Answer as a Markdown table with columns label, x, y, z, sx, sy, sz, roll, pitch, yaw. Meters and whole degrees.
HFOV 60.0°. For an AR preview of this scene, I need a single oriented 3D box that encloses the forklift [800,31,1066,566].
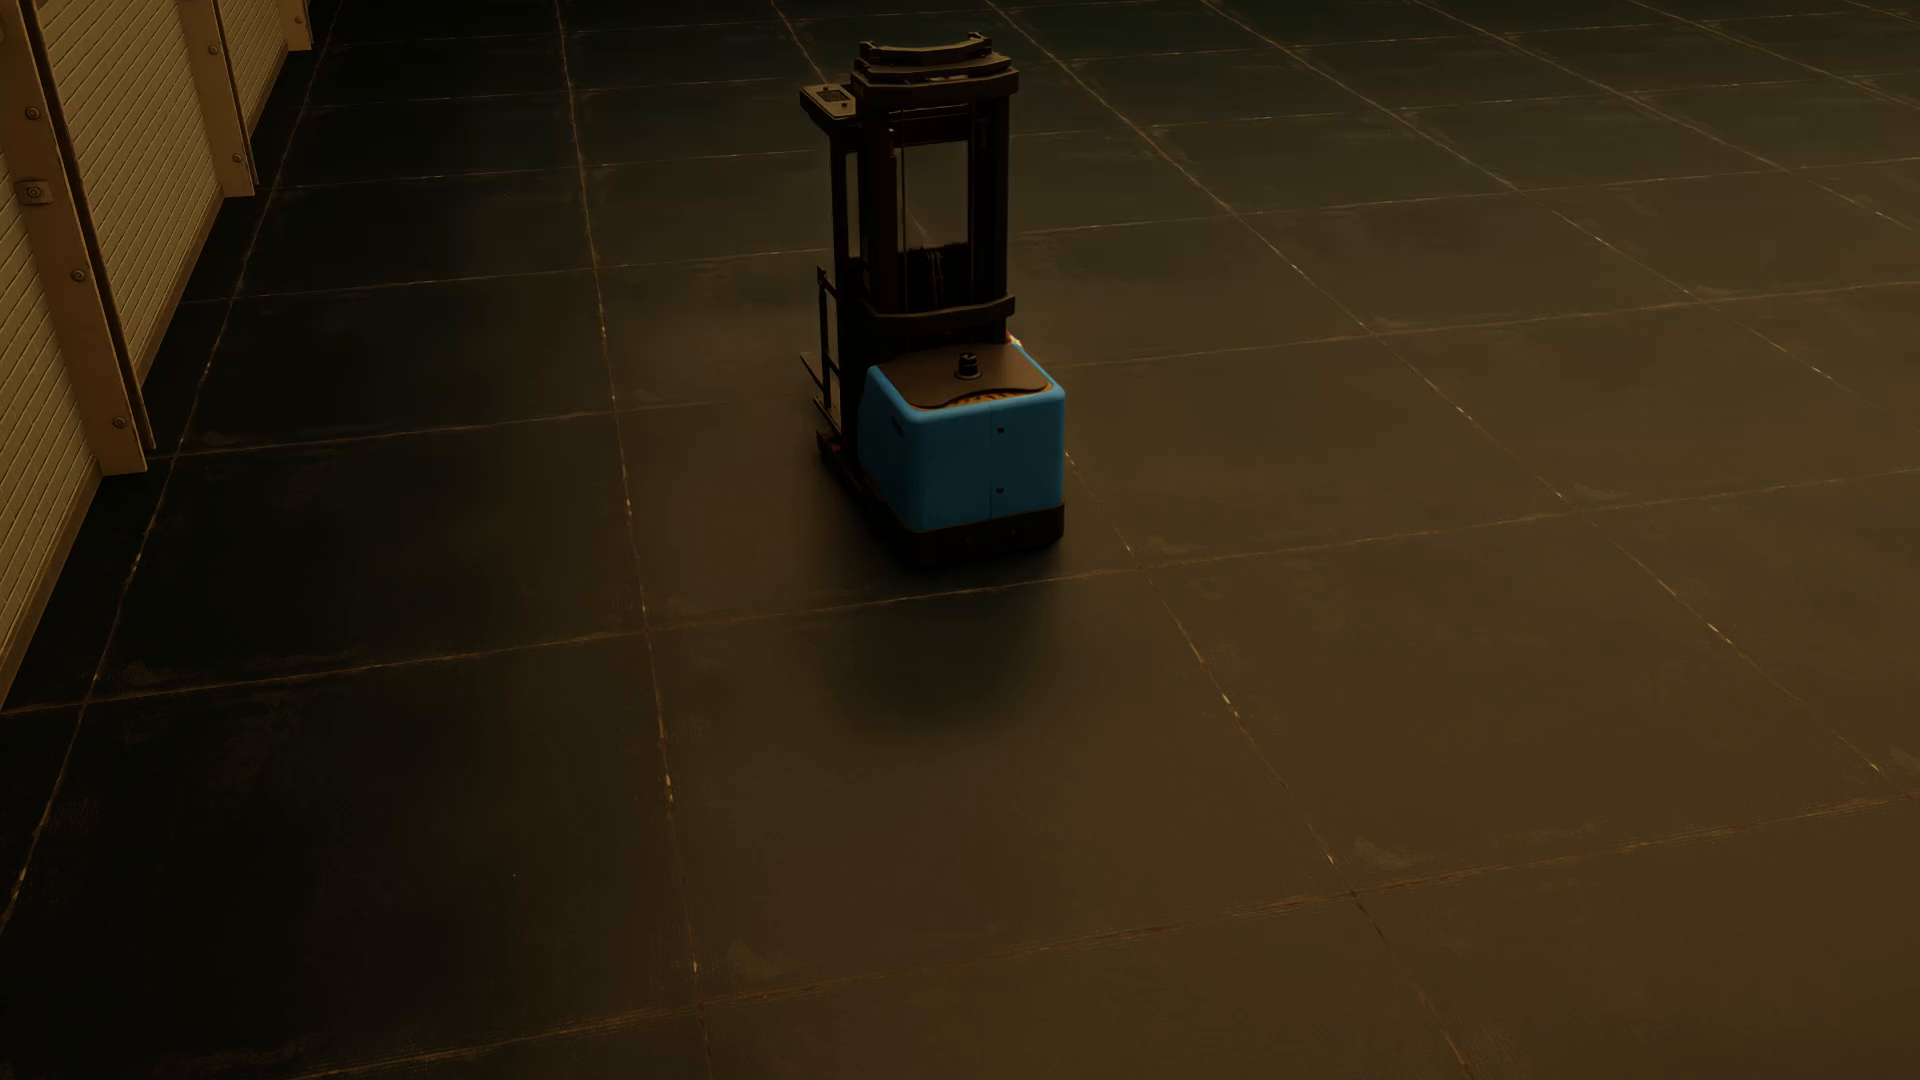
| label | x | y | z | sx | sy | sz | roll | pitch | yaw |
| --- | --- | --- | --- | --- | --- | --- | --- | --- | --- |
| forklift | -0.348 | -1.833 | 10.741 | 1.130 | 2.935 | 3.031 | -11 | 32 | -18 |

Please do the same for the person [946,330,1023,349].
| label | x | y | z | sx | sy | sz | roll | pitch | yaw |
| --- | --- | --- | --- | --- | --- | --- | --- | --- | --- |
| person | -0.042 | -1.308 | 11.308 | 1.042 | 1.460 | 1.024 | 10 | 32 | 17 |
